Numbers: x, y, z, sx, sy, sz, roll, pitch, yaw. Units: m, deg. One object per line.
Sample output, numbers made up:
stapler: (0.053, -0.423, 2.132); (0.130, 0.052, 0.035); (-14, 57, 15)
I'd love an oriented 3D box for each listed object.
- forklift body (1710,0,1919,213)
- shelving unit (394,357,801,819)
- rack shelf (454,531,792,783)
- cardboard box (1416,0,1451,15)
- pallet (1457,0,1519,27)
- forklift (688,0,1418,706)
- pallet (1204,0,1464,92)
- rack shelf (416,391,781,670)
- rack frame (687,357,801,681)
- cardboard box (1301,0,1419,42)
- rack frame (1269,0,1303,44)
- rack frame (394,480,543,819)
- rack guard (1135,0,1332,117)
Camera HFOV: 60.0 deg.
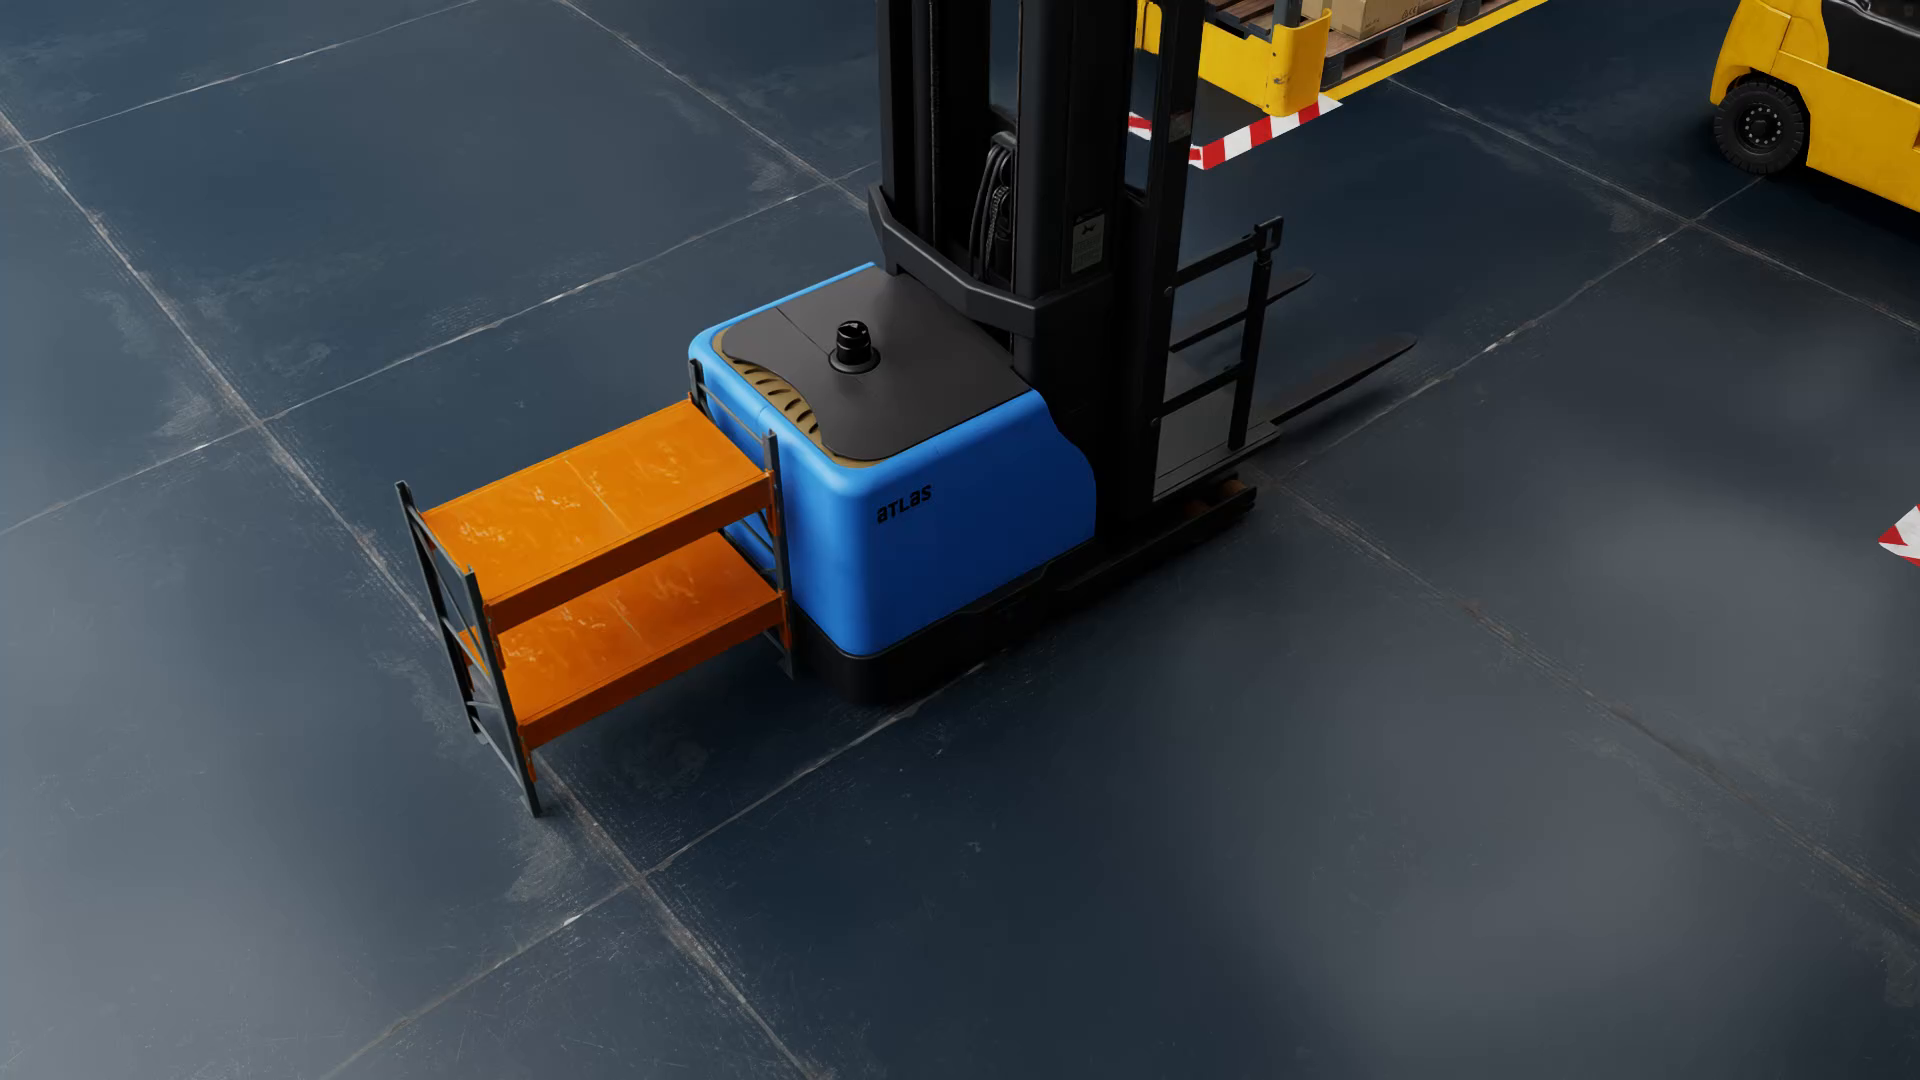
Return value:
forklift body: (4.875, -2.557, 7.627); (1.214, 2.155, 2.313); (-30, 51, -28)
shelving unit: (-1.139, 0.161, 5.482); (1.048, 1.125, 0.538); (-27, 50, -26)
rack shelf: (-1.139, 0.339, 5.650); (1.000, 0.278, 0.538); (-27, 50, -26)
cardboard box: (2.596, -3.261, 9.458); (0.500, 0.250, 0.500); (-28, 50, -27)
pallet: (3.043, -3.569, 10.121); (1.213, 0.211, 1.003); (-30, 51, -28)
forklift: (0.541, -1.322, 5.741); (3.031, 2.935, 1.130); (-27, 50, -26)
pallet: (2.108, -3.036, 9.553); (1.213, 0.211, 1.003); (-30, 51, -28)
rack shelf: (-1.139, -0.053, 5.282); (1.000, 0.278, 0.538); (-27, 50, -26)
rack frame: (-0.733, -0.049, 5.706); (0.032, 1.125, 0.500); (-27, 50, -26)
cardboard box: (2.200, -3.041, 9.223); (0.500, 0.250, 0.500); (-30, 51, -28)
rack frame: (1.404, -3.681, 8.203); (0.127, 3.000, 1.000); (-30, 51, -28)
rack frame: (-1.544, 0.370, 5.259); (0.032, 1.125, 0.500); (-27, 50, -26)
rack guard: (1.462, -2.803, 9.094); (0.348, 0.500, 1.175); (-30, 51, -28)
